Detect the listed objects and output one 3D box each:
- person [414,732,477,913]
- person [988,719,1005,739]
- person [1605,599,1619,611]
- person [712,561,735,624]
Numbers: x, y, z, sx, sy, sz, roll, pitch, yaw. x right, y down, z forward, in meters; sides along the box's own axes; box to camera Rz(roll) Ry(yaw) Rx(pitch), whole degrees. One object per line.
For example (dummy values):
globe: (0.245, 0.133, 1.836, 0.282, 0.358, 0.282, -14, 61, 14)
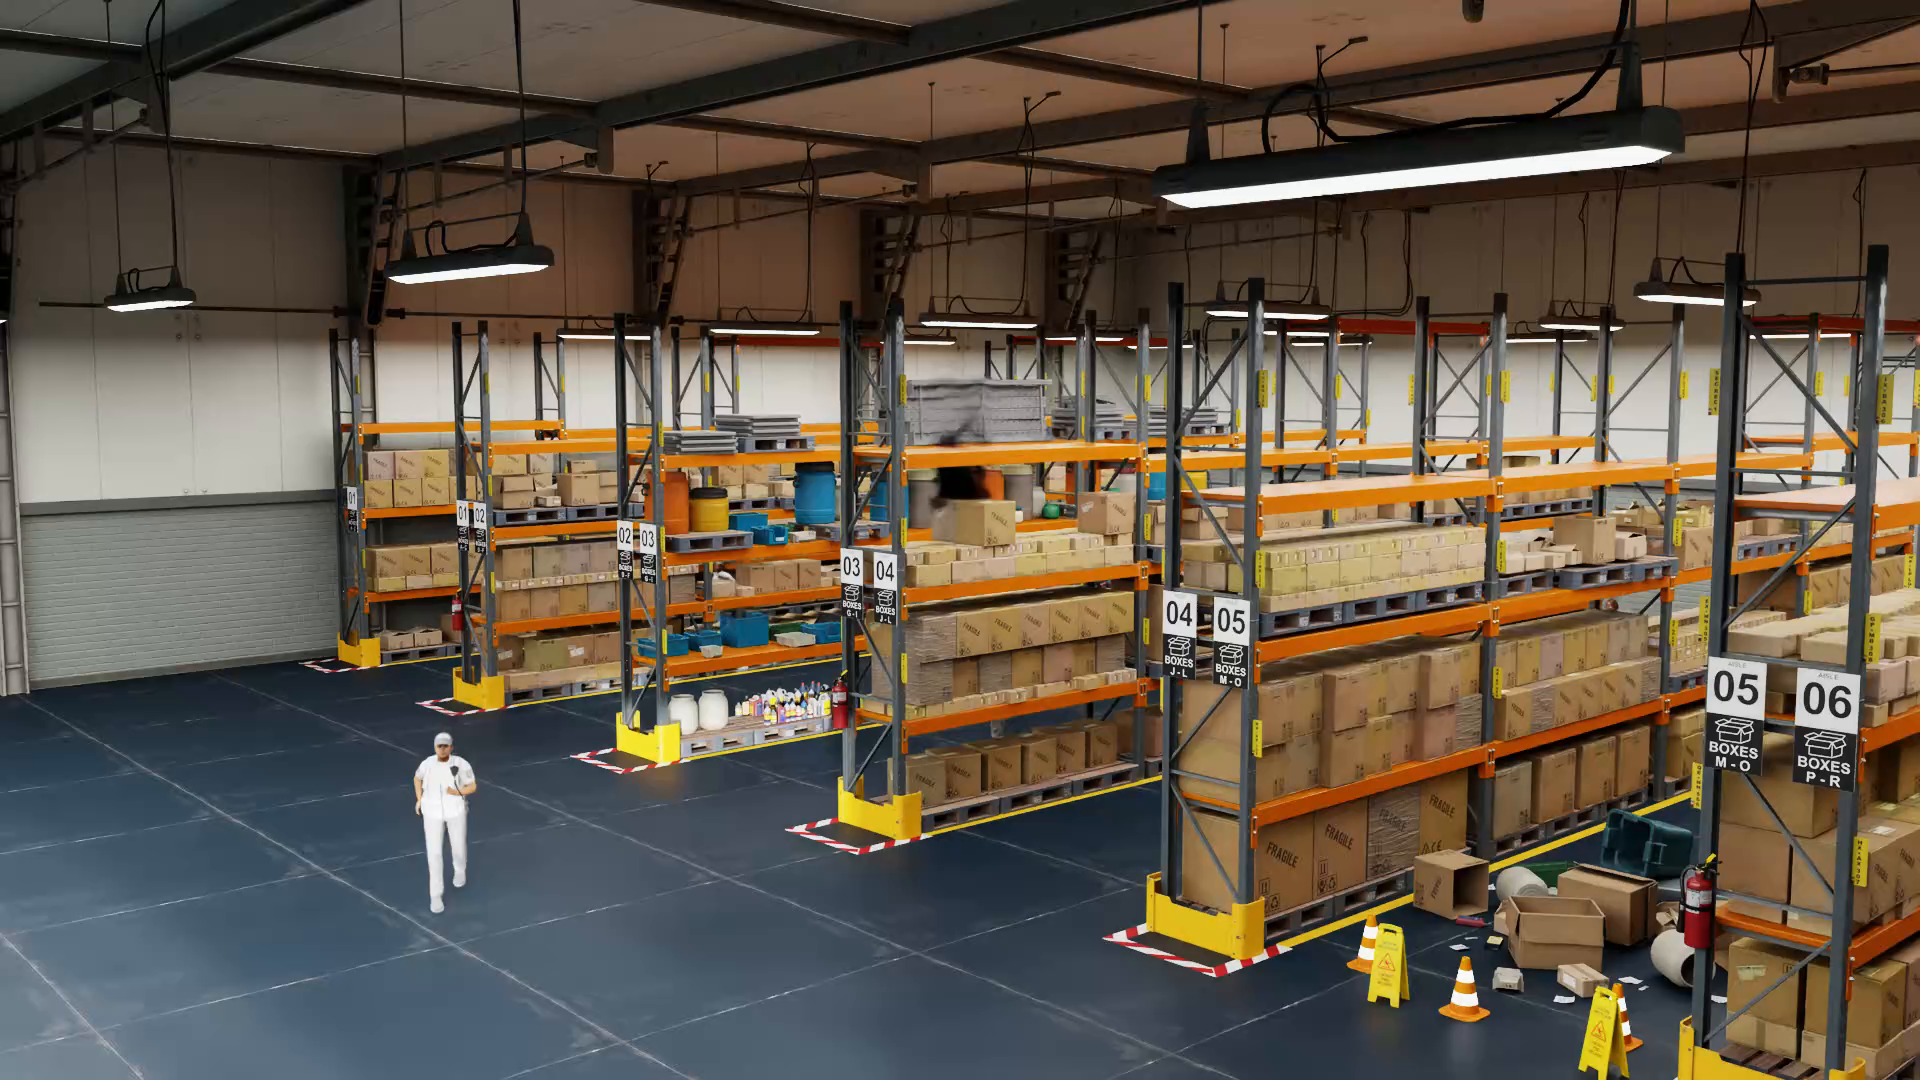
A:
person: (-5.051, 2.708, 16.330, 0.603, 1.662, 0.939, -1, 6, -13)
person: (0.496, 2.021, 23.064, 0.667, 1.734, 0.589, 5, 7, 39)
person: (10.582, 1.726, 26.940, 0.534, 1.590, 0.817, 5, 8, 42)
person: (-4.669, 1.172, 31.948, 0.563, 1.663, 0.572, 5, 7, 40)
